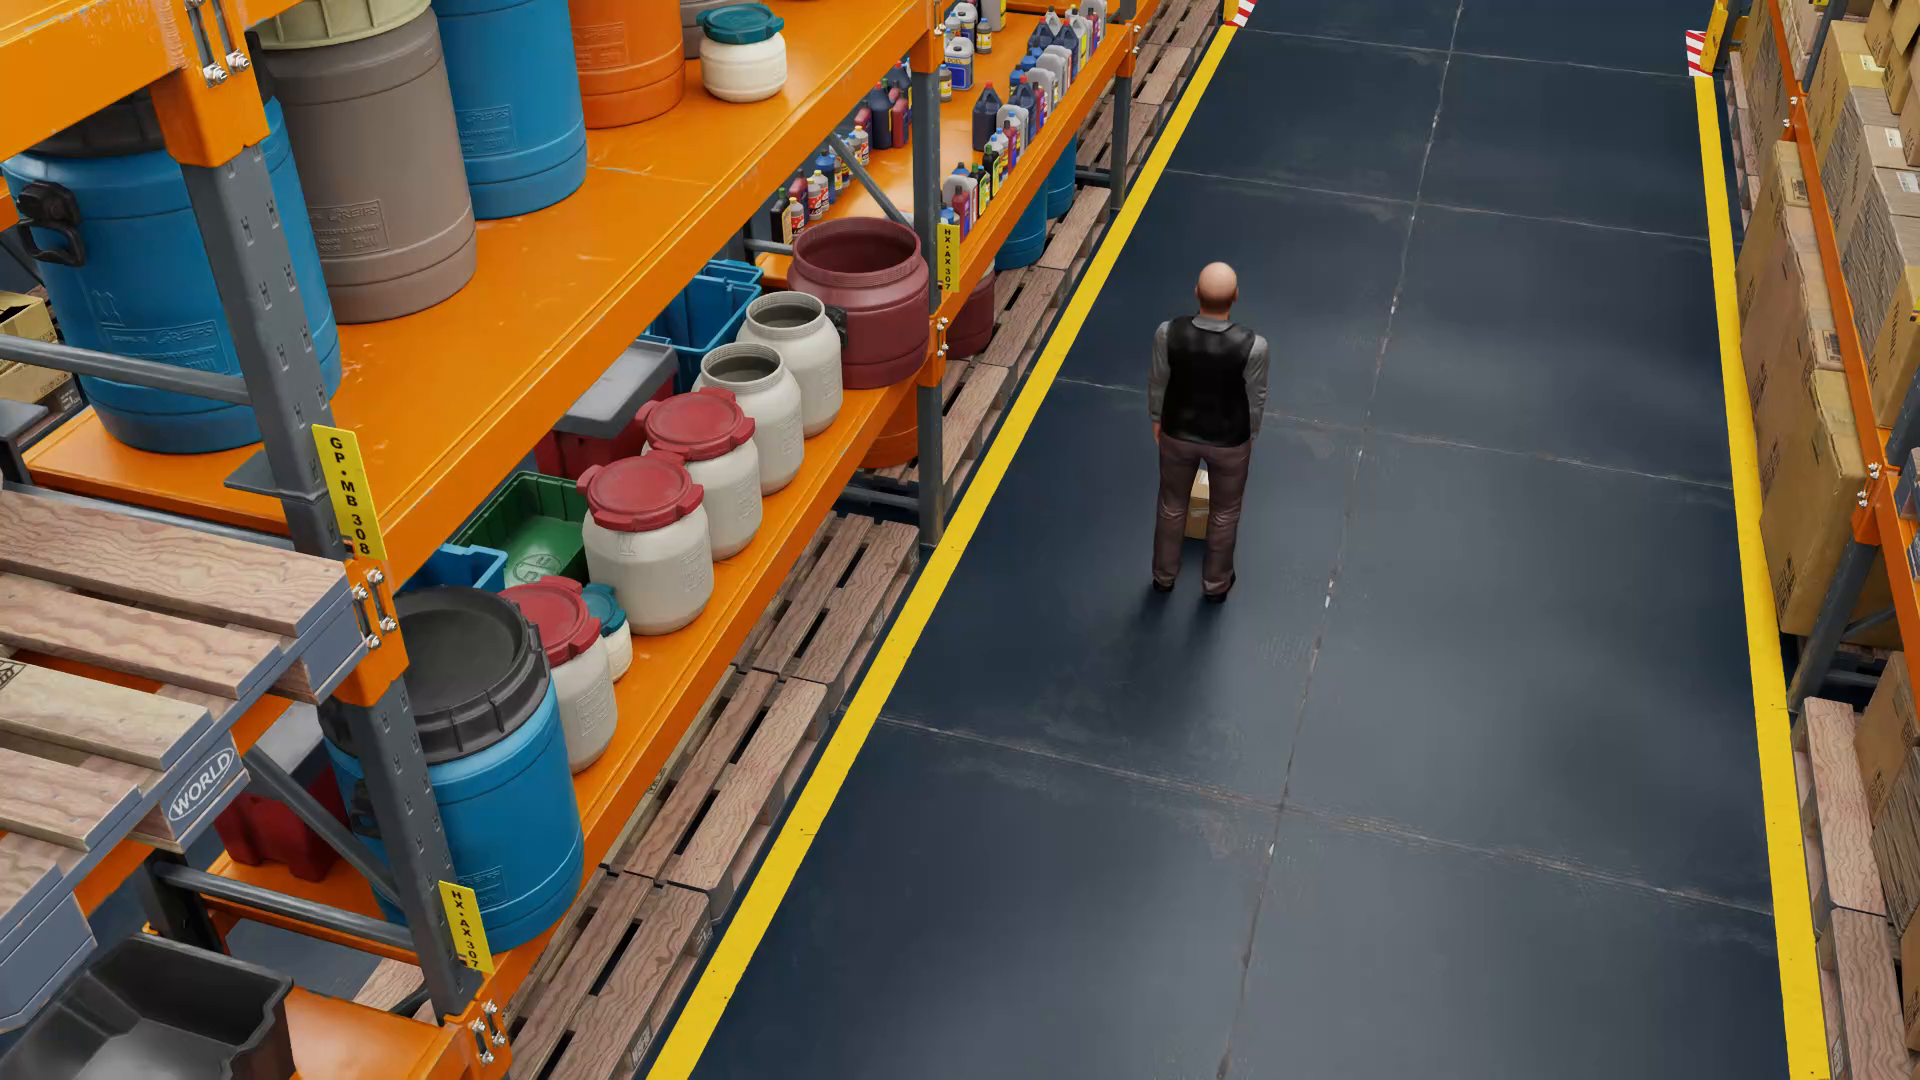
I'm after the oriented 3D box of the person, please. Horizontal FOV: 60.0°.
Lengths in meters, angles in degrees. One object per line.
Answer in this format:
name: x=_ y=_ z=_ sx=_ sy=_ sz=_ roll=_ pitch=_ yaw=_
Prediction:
person: x=1.104 y=-0.485 z=7.567 sx=0.533 sy=1.715 sz=0.360 roll=11 pitch=38 yaw=15
